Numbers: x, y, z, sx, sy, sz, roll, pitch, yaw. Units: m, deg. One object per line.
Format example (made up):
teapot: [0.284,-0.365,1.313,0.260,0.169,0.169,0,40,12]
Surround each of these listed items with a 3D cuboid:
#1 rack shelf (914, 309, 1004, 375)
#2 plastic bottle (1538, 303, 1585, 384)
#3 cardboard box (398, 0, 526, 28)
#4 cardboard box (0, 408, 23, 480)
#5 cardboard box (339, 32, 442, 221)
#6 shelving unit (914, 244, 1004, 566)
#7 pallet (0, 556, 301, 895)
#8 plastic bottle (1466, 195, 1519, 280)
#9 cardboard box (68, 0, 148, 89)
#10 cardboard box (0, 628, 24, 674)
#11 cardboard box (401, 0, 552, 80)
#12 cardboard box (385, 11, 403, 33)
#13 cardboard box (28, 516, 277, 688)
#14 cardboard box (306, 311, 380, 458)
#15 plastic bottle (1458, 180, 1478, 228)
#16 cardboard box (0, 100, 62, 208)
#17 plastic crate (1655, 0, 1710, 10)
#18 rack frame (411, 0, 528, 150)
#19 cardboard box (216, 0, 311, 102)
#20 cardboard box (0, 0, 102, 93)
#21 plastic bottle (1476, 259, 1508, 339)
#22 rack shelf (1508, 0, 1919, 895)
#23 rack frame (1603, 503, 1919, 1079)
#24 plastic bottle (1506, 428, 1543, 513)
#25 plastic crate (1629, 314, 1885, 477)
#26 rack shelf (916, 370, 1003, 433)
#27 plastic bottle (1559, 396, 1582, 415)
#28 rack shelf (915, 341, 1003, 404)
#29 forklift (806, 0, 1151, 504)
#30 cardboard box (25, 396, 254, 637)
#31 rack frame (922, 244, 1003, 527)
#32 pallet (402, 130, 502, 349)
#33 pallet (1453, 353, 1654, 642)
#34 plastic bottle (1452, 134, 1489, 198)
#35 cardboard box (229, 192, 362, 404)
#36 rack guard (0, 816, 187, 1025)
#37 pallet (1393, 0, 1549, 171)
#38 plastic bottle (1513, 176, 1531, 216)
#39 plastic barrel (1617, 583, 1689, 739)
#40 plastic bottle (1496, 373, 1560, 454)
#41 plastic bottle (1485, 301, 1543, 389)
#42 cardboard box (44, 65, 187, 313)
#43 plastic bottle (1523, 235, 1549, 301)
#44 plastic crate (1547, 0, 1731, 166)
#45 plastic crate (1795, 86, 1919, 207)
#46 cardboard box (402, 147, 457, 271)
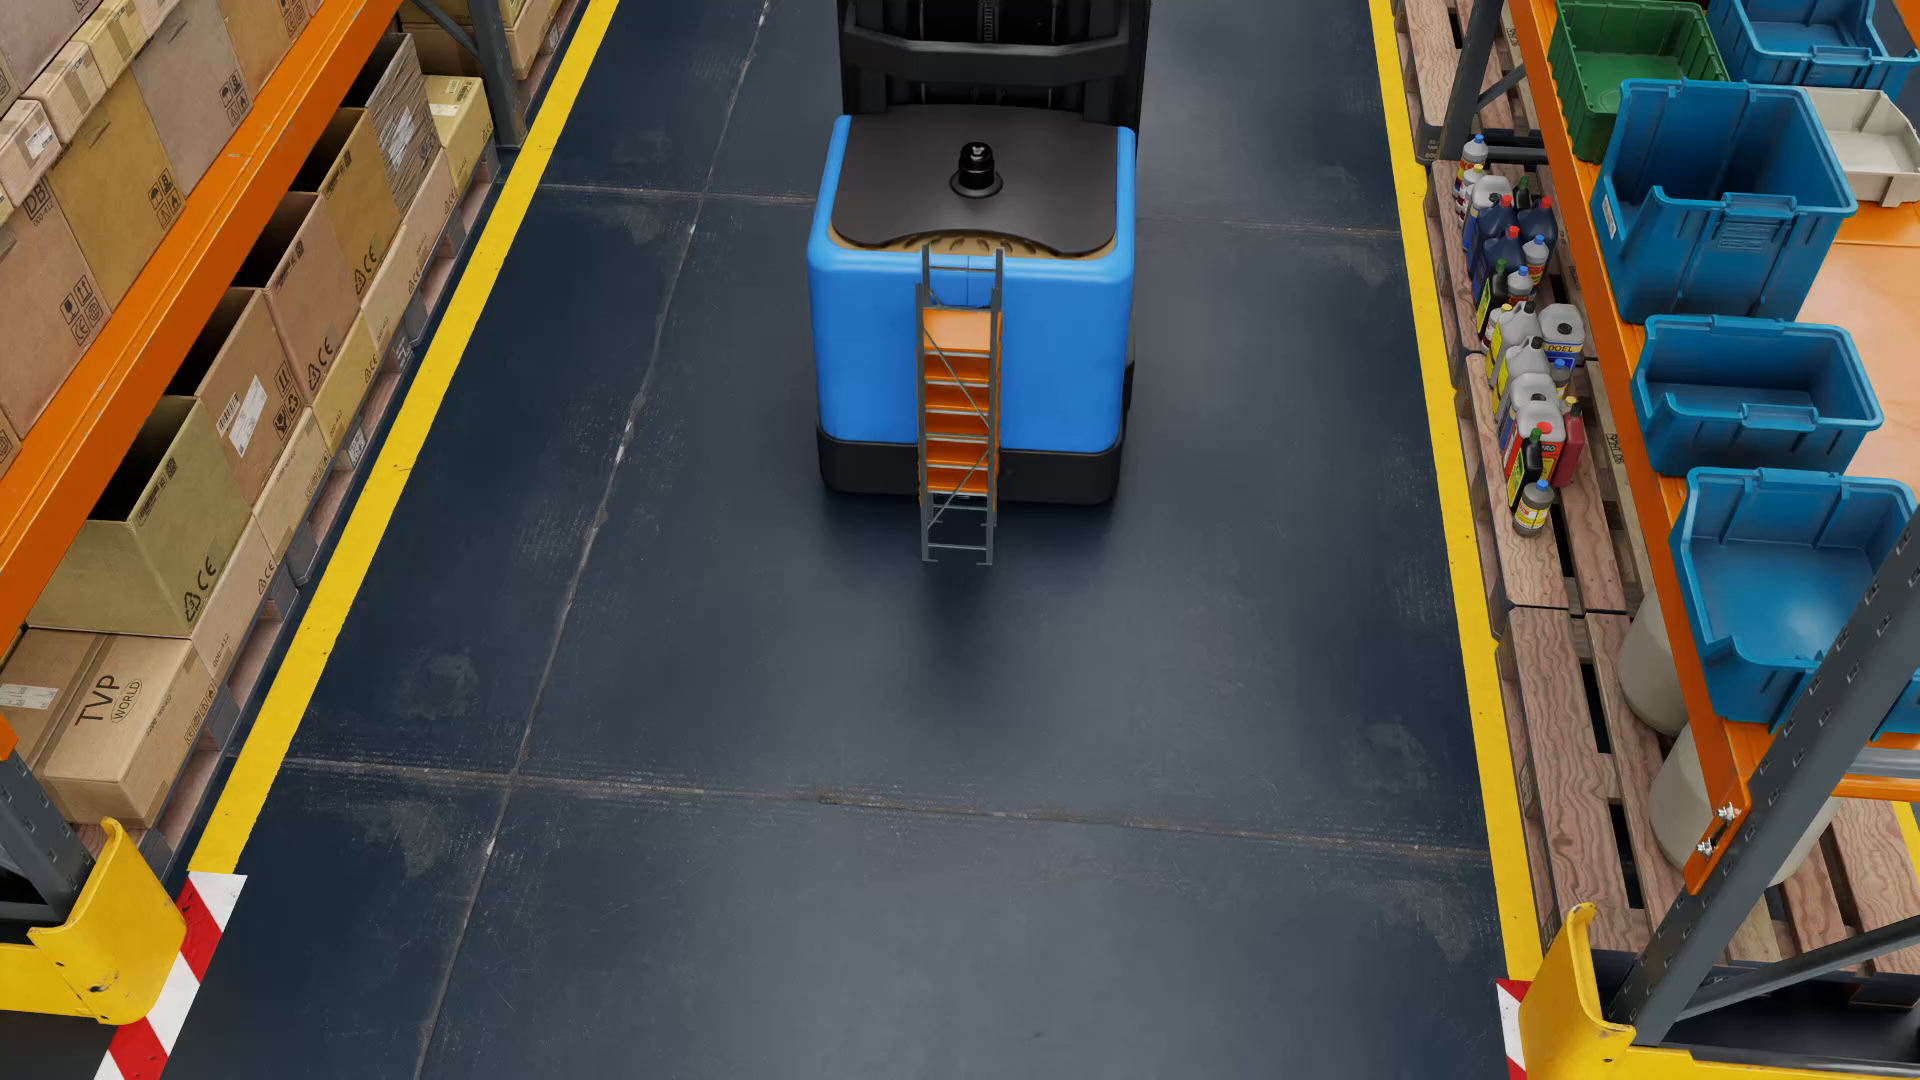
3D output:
rack shelf: [-0.001,-0.607,5.065,0.258,0.103,0.180,4,48,4]
plastic bottle: [2.114,-0.693,5.899,0.152,0.276,0.135,4,48,4]
cardboard box: [-2.139,-2.497,7.200,0.500,0.311,0.500,4,48,4]
cardboard box: [-2.734,-0.244,3.873,0.700,0.500,0.500,4,48,4]
cardboard box: [-2.307,-1.552,6.208,0.500,0.500,0.500,4,48,4]
shelving unit: [-0.001,-0.394,5.298,0.258,1.200,0.189,4,48,4]
pallet: [-2.762,0.508,5.142,1.003,0.211,1.213,4,48,4]
plastic bottle: [2.021,-1.161,6.276,0.144,0.351,0.185,5,48,5]
cardboard box: [-2.424,-1.341,4.437,0.380,0.149,0.250,3,48,3]
cardboard box: [-3.035,0.504,4.835,0.500,0.250,0.500,4,48,4]
cardboard box: [-2.141,-2.301,7.401,0.500,0.250,0.500,3,48,3]
cardboard box: [-2.676,-2.345,7.441,0.500,0.250,0.500,3,48,3]
cardboard box: [-2.477,0.171,5.139,0.500,0.250,0.500,4,48,4]
cardboard box: [-2.381,-0.563,5.811,0.500,0.250,0.500,4,48,4]
plastic bottle: [2.023,-1.322,6.524,0.097,0.201,0.097,0,48,0]
cardboard box: [-2.469,-0.957,4.085,0.380,0.149,0.250,3,48,3]
plastic crate: [2.333,-2.075,5.657,0.767,0.338,0.504,4,48,4]
rack frame: [-2.425,-2.807,6.285,1.000,3.000,0.127,4,48,4]
cardboard box: [-2.550,-1.758,5.258,0.700,0.500,0.500,5,48,4]
cardboard box: [-2.642,-1.478,4.122,0.700,0.500,0.500,4,48,4]
plastic bottle: [1.947,-0.881,6.066,0.061,0.283,0.133,6,48,5]
rack shelf: [2.325,-0.759,4.899,1.077,0.370,4.000,4,48,4]
rack frame: [2.143,0.468,3.289,1.000,3.000,0.127,4,48,4]
plastic bottle: [1.866,-0.230,5.470,0.061,0.283,0.133,5,48,4]
plastic crate: [1.955,-0.347,4.135,0.499,0.251,0.408,4,48,4]
rack shelf: [-0.001,-0.445,5.242,0.258,0.103,0.180,4,48,4]
plastic bottle: [2.063,-0.406,5.687,0.097,0.201,0.097,0,48,0]
rack shelf: [-0.001,-0.526,5.153,0.258,0.103,0.180,4,48,4]
forklift: [0.135,-2.201,5.776,1.130,2.935,3.031,3,48,3]
cardboard box: [-2.475,-0.082,4.862,0.500,0.500,0.500,4,48,4]
rack frame: [0.007,-0.462,5.359,0.240,1.200,0.006,4,48,4]
pallet: [-2.539,-1.285,6.782,1.003,0.211,1.213,4,48,4]
pallet: [2.296,-0.141,5.736,1.003,0.211,1.213,4,48,4]
plastic bottle: [2.042,-1.495,6.635,0.097,0.271,0.097,0,48,0]
cardboard box: [-2.380,-0.816,5.534,0.500,0.500,0.500,4,48,4]
rack guard: [-2.792,0.993,4.503,1.175,0.500,0.348,4,48,4]
pallet: [2.540,-2.110,7.537,1.003,0.211,1.213,4,48,4]
plastic bottle: [2.146,-1.253,6.405,0.061,0.283,0.133,4,48,4]
plastic barrel: [2.172,0.309,4.836,0.421,0.512,0.421,0,48,0]
plastic bottle: [1.937,-0.426,5.654,0.152,0.276,0.135,3,48,2]
plastic bottle: [1.965,-0.710,5.863,0.144,0.351,0.185,4,48,3]
cardboard box: [-2.640,-0.995,4.559,0.700,0.500,0.500,4,48,4]
plastic bottle: [2.128,-1.019,6.200,0.097,0.271,0.097,0,48,0]
plastic crate: [2.103,-1.422,5.161,0.450,0.188,0.662,4,48,4]
plastic crate: [2.612,-1.172,4.968,0.530,0.136,0.437,4,48,4]
cardboard box: [-2.305,-1.299,6.484,0.500,0.250,0.500,4,48,4]
